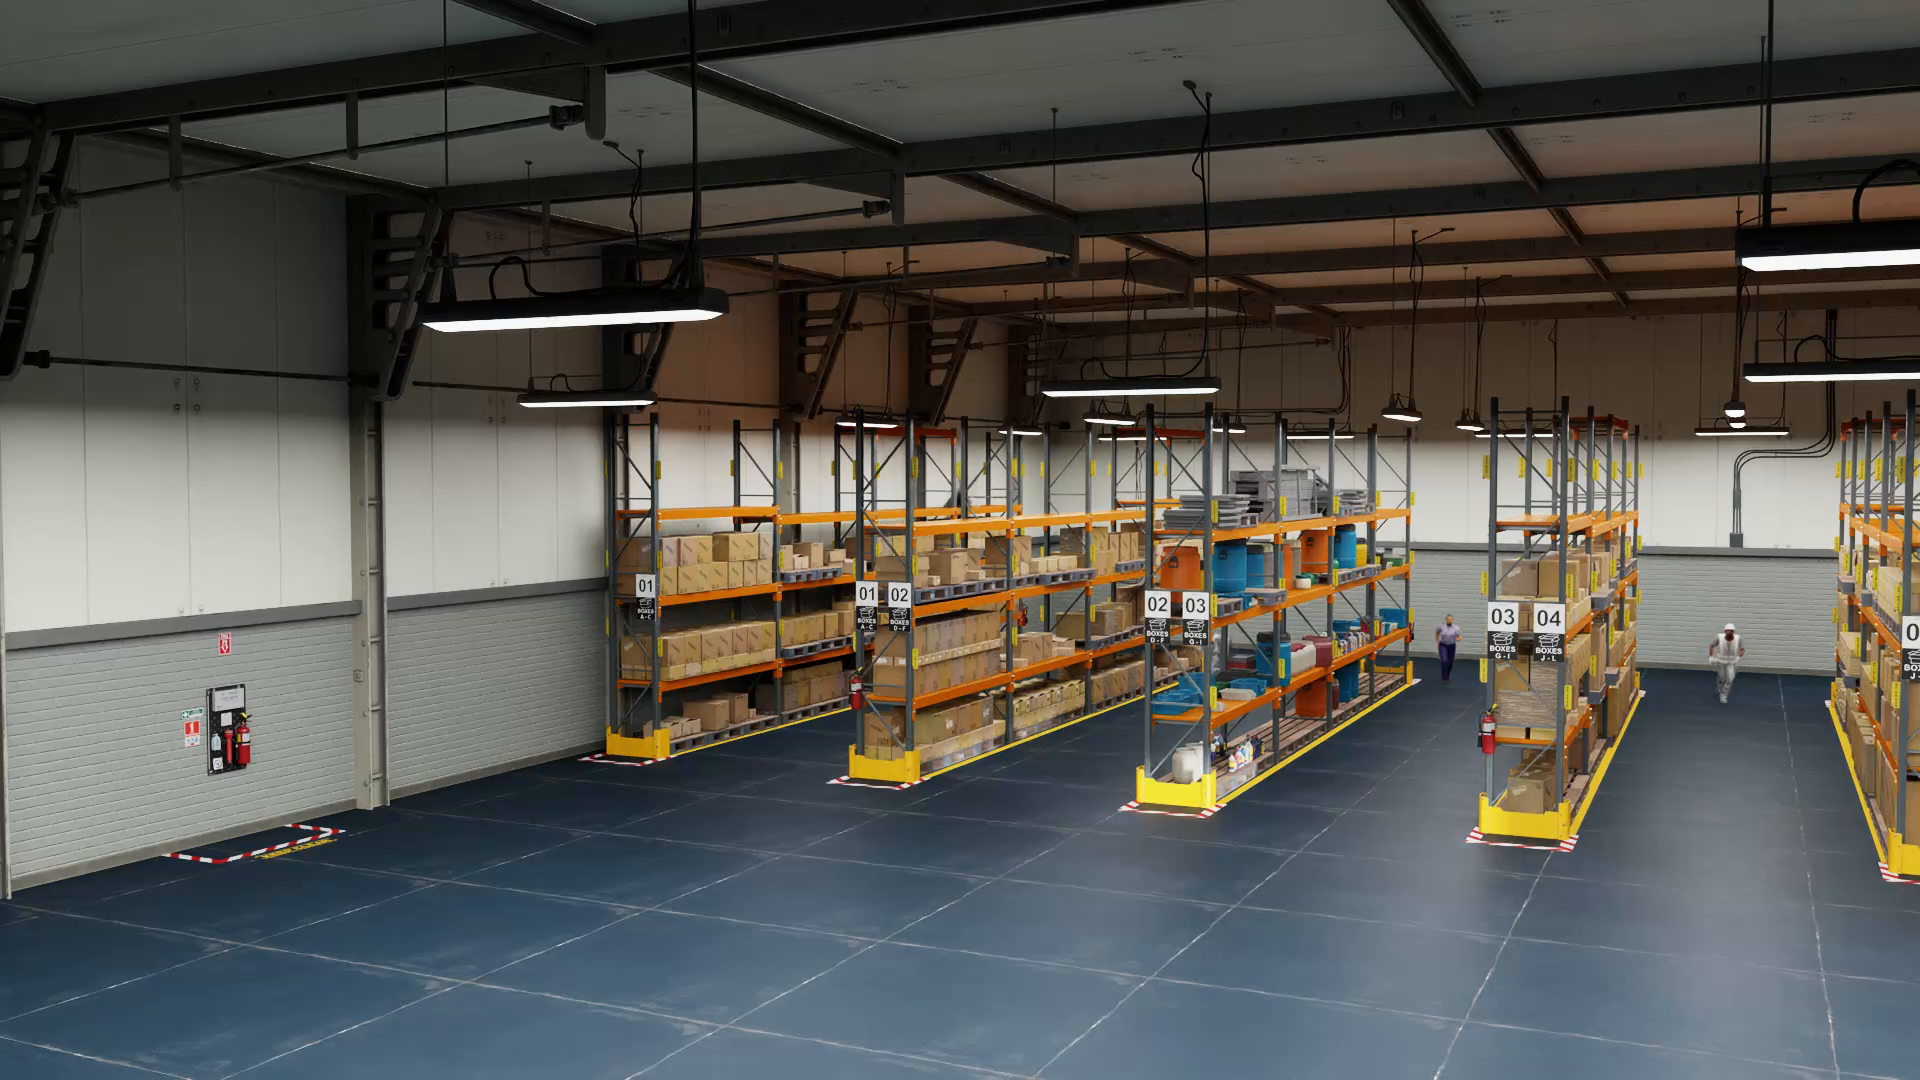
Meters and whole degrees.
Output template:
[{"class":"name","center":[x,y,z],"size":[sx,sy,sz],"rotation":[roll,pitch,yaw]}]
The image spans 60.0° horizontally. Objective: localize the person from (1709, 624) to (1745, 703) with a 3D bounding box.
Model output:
[{"class":"person","center":[16.543,2.642,35.872],"size":[0.666,1.709,0.701],"rotation":[0,2,9]}]

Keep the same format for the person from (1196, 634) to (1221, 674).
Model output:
[{"class":"person","center":[5.644,2.684,37.170],"size":[0.660,1.600,0.943],"rotation":[1,3,29]}]

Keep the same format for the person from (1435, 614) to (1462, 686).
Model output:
[{"class":"person","center":[11.447,2.567,38.972],"size":[0.575,1.616,0.955],"rotation":[0,2,7]}]
